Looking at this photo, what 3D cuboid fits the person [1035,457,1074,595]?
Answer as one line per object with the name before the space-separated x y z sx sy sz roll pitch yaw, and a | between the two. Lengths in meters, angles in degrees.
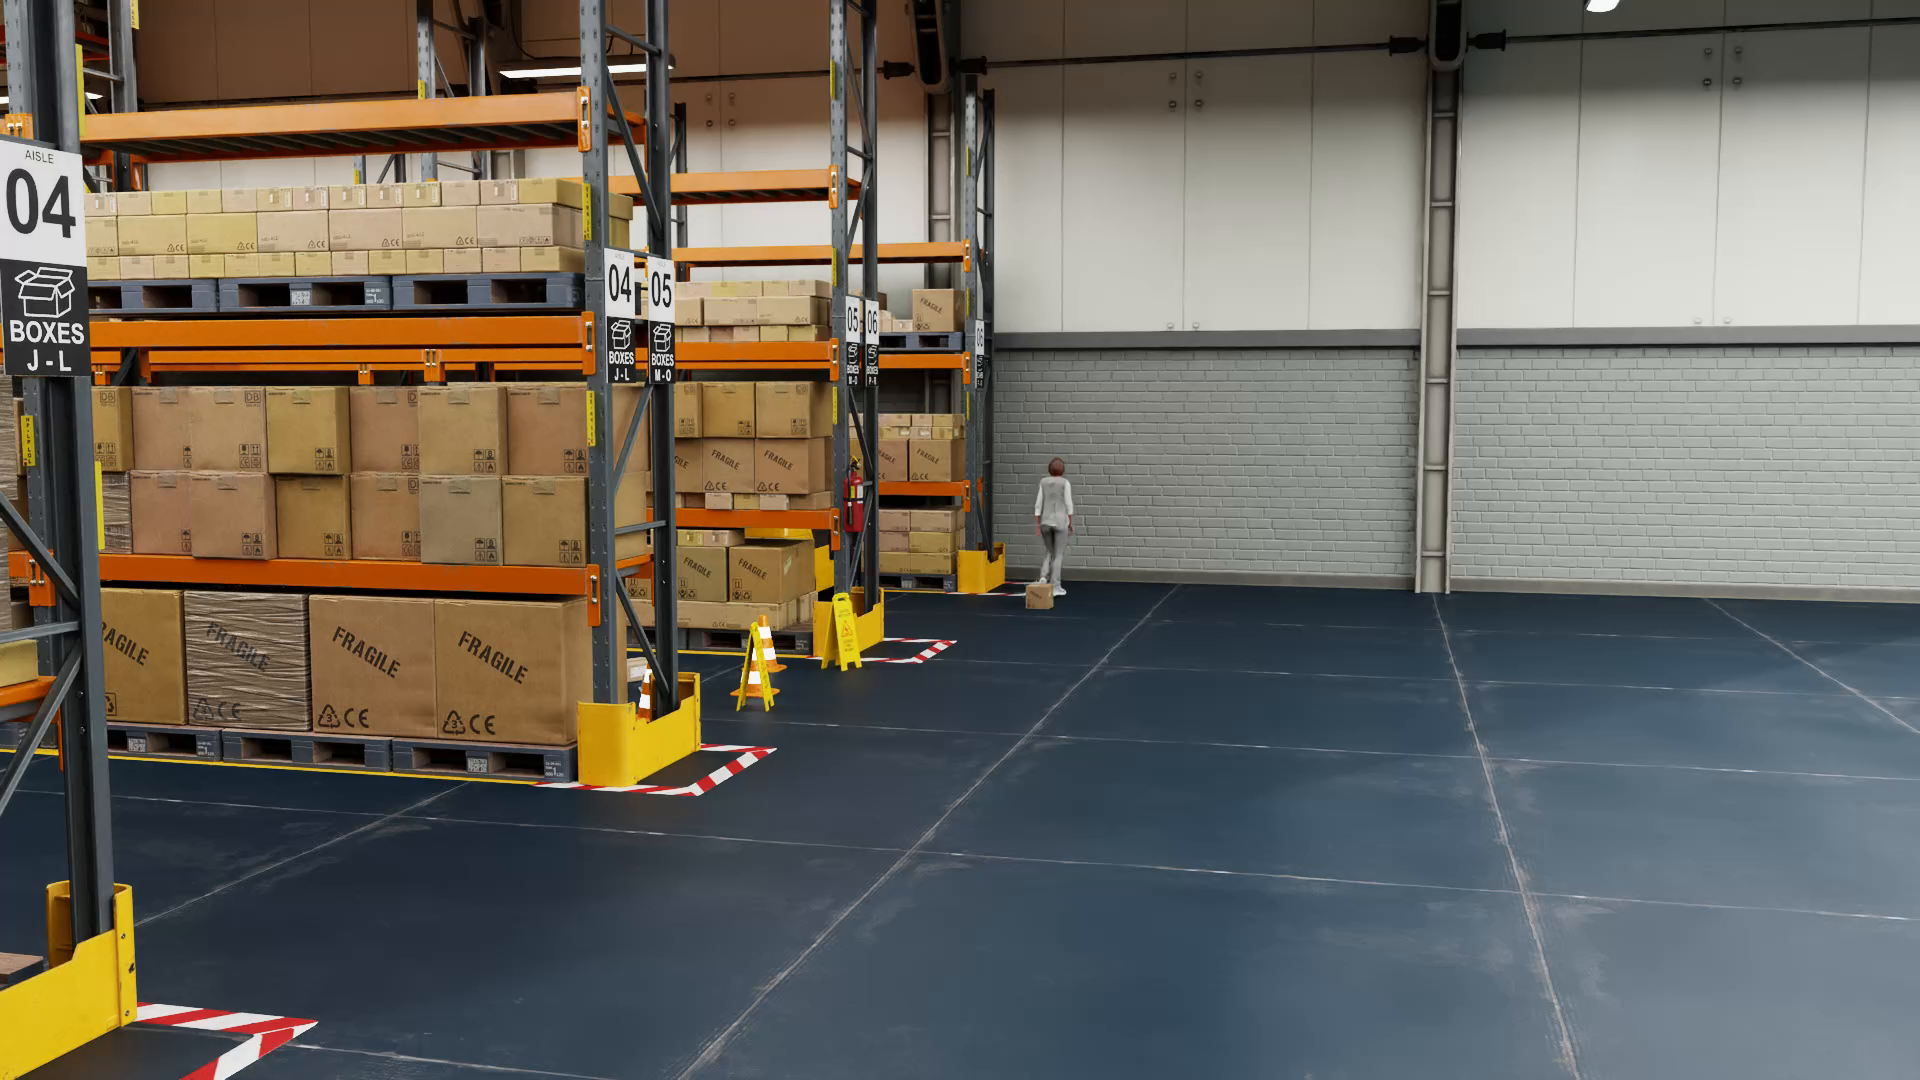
person | 1.093 -0.150 19.157 0.420 1.611 0.427 3 6 27
